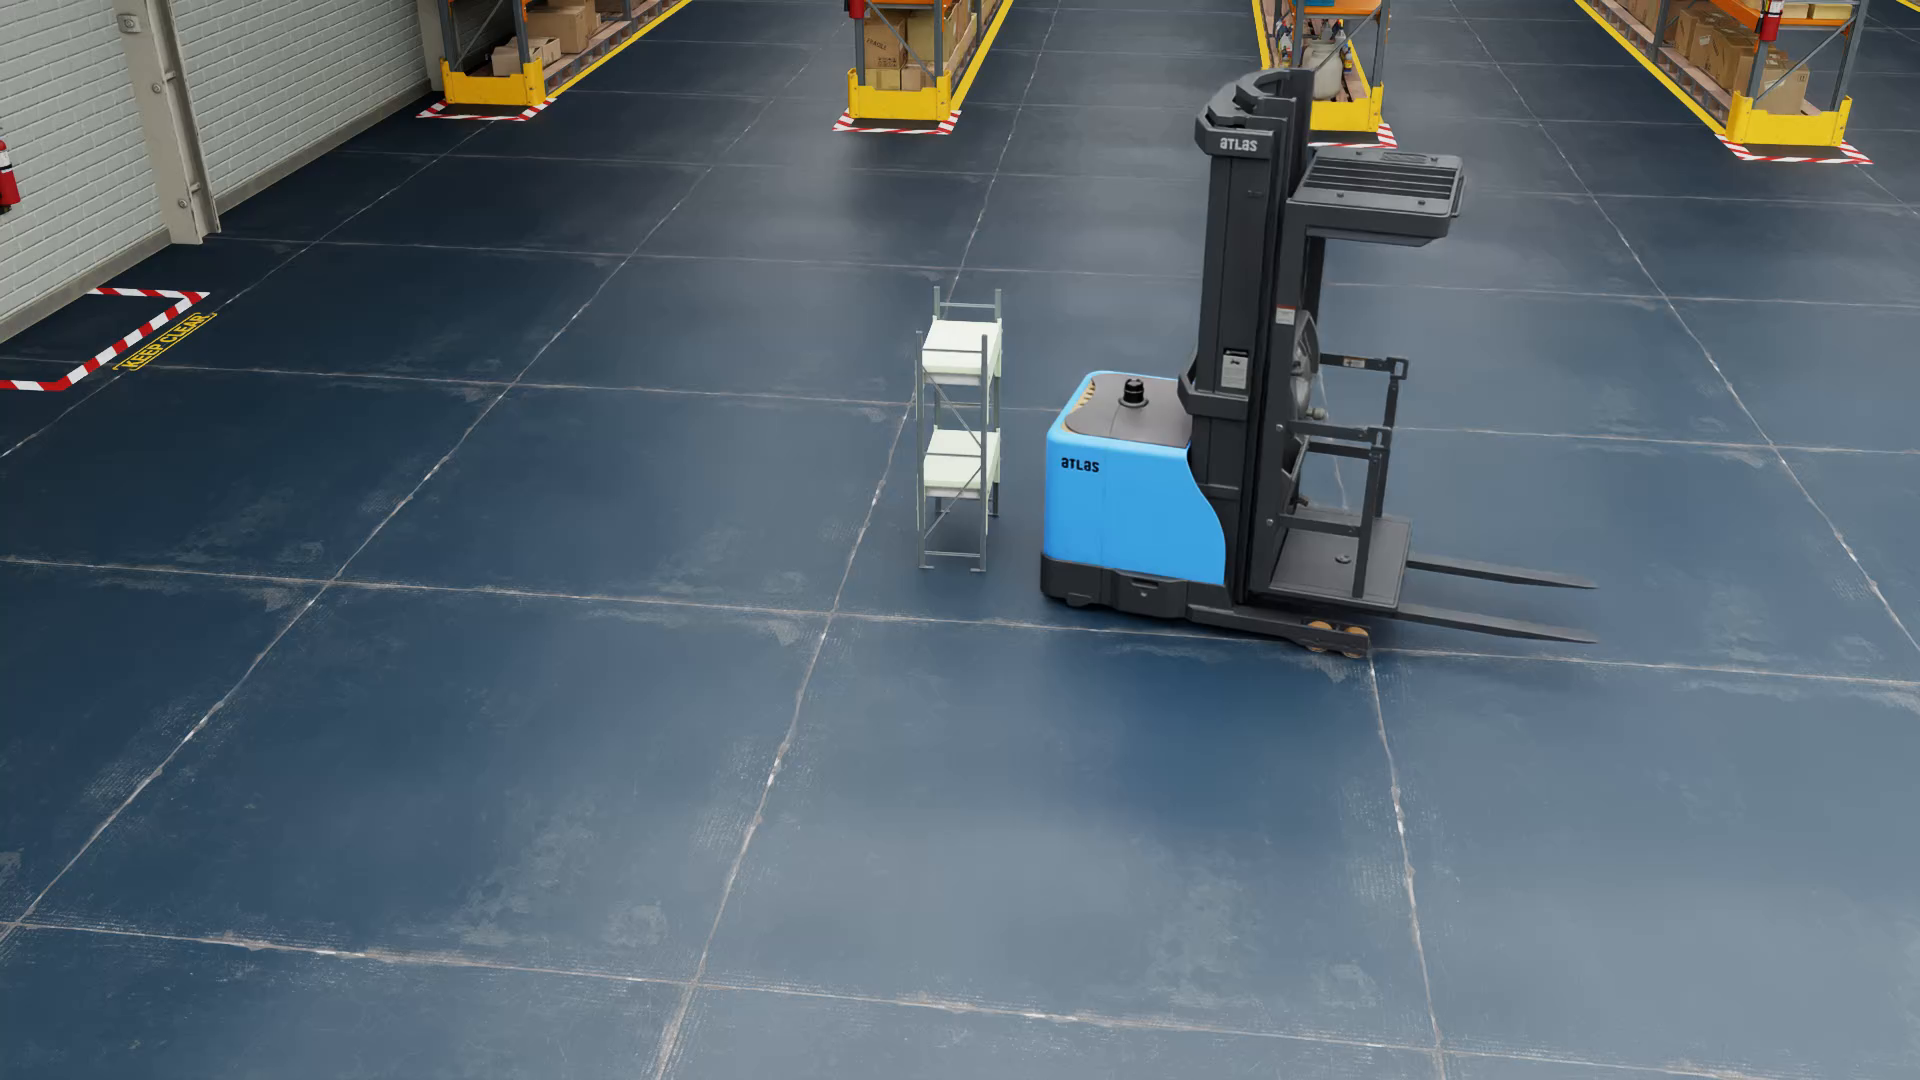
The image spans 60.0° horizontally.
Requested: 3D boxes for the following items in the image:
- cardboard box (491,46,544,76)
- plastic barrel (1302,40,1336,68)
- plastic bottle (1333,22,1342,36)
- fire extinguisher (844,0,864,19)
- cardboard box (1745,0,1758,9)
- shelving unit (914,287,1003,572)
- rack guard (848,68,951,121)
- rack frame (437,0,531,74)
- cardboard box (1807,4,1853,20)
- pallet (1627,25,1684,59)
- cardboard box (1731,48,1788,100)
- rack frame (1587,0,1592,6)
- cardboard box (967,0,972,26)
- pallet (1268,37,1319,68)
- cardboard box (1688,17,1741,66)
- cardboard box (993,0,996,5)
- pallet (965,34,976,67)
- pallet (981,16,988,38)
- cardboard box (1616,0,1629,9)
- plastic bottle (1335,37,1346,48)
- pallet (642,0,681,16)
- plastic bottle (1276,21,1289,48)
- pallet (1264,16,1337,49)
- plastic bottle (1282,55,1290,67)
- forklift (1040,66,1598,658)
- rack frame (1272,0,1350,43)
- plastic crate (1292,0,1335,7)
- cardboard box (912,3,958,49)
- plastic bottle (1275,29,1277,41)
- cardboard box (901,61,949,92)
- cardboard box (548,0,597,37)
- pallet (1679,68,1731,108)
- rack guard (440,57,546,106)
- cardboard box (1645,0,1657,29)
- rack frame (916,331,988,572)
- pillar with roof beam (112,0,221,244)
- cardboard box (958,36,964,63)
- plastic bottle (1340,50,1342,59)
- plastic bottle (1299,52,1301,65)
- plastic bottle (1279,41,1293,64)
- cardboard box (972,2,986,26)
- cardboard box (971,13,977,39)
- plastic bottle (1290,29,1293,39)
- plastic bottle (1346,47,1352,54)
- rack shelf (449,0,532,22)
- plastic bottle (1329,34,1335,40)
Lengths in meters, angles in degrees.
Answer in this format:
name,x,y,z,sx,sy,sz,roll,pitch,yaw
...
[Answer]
name,x,y,z,sx,sy,sz,roll,pitch,yaw
cardboard box,-5.442,-5.919,20.445,0.500,0.311,0.500,0,28,0
plastic barrel,4.282,-5.653,19.760,0.421,0.512,0.421,0,28,0
plastic bottle,4.890,-6.513,21.506,0.144,0.351,0.185,2,28,4
fire extinguisher,-1.175,-6.240,18.751,0.296,0.674,0.183,3,28,6
cardboard box,8.973,-5.999,18.487,0.380,0.149,0.250,3,28,6
shelving unit,-0.001,-0.657,9.888,0.431,1.500,0.755,3,28,6
rack guard,-0.702,-5.191,19.358,1.175,0.500,0.348,3,28,6
rack frame,-5.616,-6.588,19.317,1.000,3.000,0.127,3,28,6
cardboard box,9.403,-5.735,17.997,0.380,0.149,0.250,3,28,6
pallet,9.716,-6.747,22.551,1.003,0.211,1.213,3,28,6
cardboard box,9.264,-5.386,19.277,0.500,0.500,0.500,11,30,19
rack frame,10.112,-9.491,24.704,1.000,3.000,0.127,3,28,6
cardboard box,-0.122,-7.024,21.791,0.500,0.500,0.500,3,28,6
pallet,4.583,-6.354,21.822,1.003,0.211,1.213,3,28,6
cardboard box,9.471,-6.236,20.856,0.500,0.500,0.500,13,31,22
cardboard box,0.274,-8.059,24.503,0.500,0.250,0.500,4,29,7
pallet,-0.348,-6.586,22.252,1.003,0.211,1.213,3,28,6
pallet,-0.158,-7.307,23.590,1.003,0.211,1.213,3,28,6
cardboard box,9.995,-8.005,24.119,0.700,0.500,0.500,1,28,2
plastic bottle,4.827,-6.252,21.099,0.152,0.276,0.135,4,29,7
pallet,-4.885,-8.186,25.222,1.003,0.211,1.213,3,28,6
plastic bottle,4.196,-6.567,21.606,0.144,0.351,0.185,4,29,8
pallet,4.764,-7.040,23.095,1.003,0.211,1.213,3,28,6
plastic bottle,4.006,-5.864,20.459,0.097,0.201,0.097,0,28,0
forklift,2.036,-0.931,8.888,3.031,2.935,1.130,9,30,16
rack frame,4.706,-7.896,21.743,1.000,3.000,0.127,3,28,6
plastic crate,3.981,-6.200,18.753,0.499,0.251,0.616,3,28,6
cardboard box,-0.305,-6.318,20.480,0.500,0.500,0.500,3,28,6
plastic bottle,4.220,-6.685,21.983,0.097,0.201,0.097,0,28,0
cardboard box,-0.413,-5.516,19.783,0.500,0.250,0.500,3,28,6
cardboard box,-5.214,-7.074,22.389,0.500,0.500,0.500,1,28,2
pallet,9.428,-5.486,20.211,1.003,0.211,1.213,3,28,6
rack guard,-5.607,-5.524,19.976,1.175,0.500,0.348,3,28,6
cardboard box,9.796,-7.212,22.646,0.700,0.500,0.500,3,28,6
rack frame,-0.046,-0.485,9.569,0.400,1.500,0.023,3,28,6
pillar with roof beam,-2.851,-6.535,12.892,9.100,9.000,0.400,3,28,6
cardboard box,-0.227,-6.222,21.093,0.500,0.250,0.500,3,28,6
plastic bottle,4.814,-6.065,20.831,0.097,0.201,0.097,0,28,0
plastic bottle,4.207,-6.048,20.801,0.097,0.201,0.097,0,28,0
plastic bottle,4.081,-6.080,20.780,0.152,0.276,0.135,3,28,5
cardboard box,0.086,-7.335,23.159,0.500,0.250,0.500,3,28,5
cardboard box,-0.049,-6.929,22.404,0.500,0.250,0.500,3,28,6
plastic bottle,4.298,-6.457,21.486,0.097,0.271,0.097,0,28,0
plastic bottle,4.794,-5.951,20.534,0.061,0.283,0.133,4,29,7
rack shelf,-5.371,-7.213,21.235,1.077,0.370,4.000,3,28,6
plastic bottle,4.746,-6.325,21.228,0.061,0.283,0.133,3,28,6
